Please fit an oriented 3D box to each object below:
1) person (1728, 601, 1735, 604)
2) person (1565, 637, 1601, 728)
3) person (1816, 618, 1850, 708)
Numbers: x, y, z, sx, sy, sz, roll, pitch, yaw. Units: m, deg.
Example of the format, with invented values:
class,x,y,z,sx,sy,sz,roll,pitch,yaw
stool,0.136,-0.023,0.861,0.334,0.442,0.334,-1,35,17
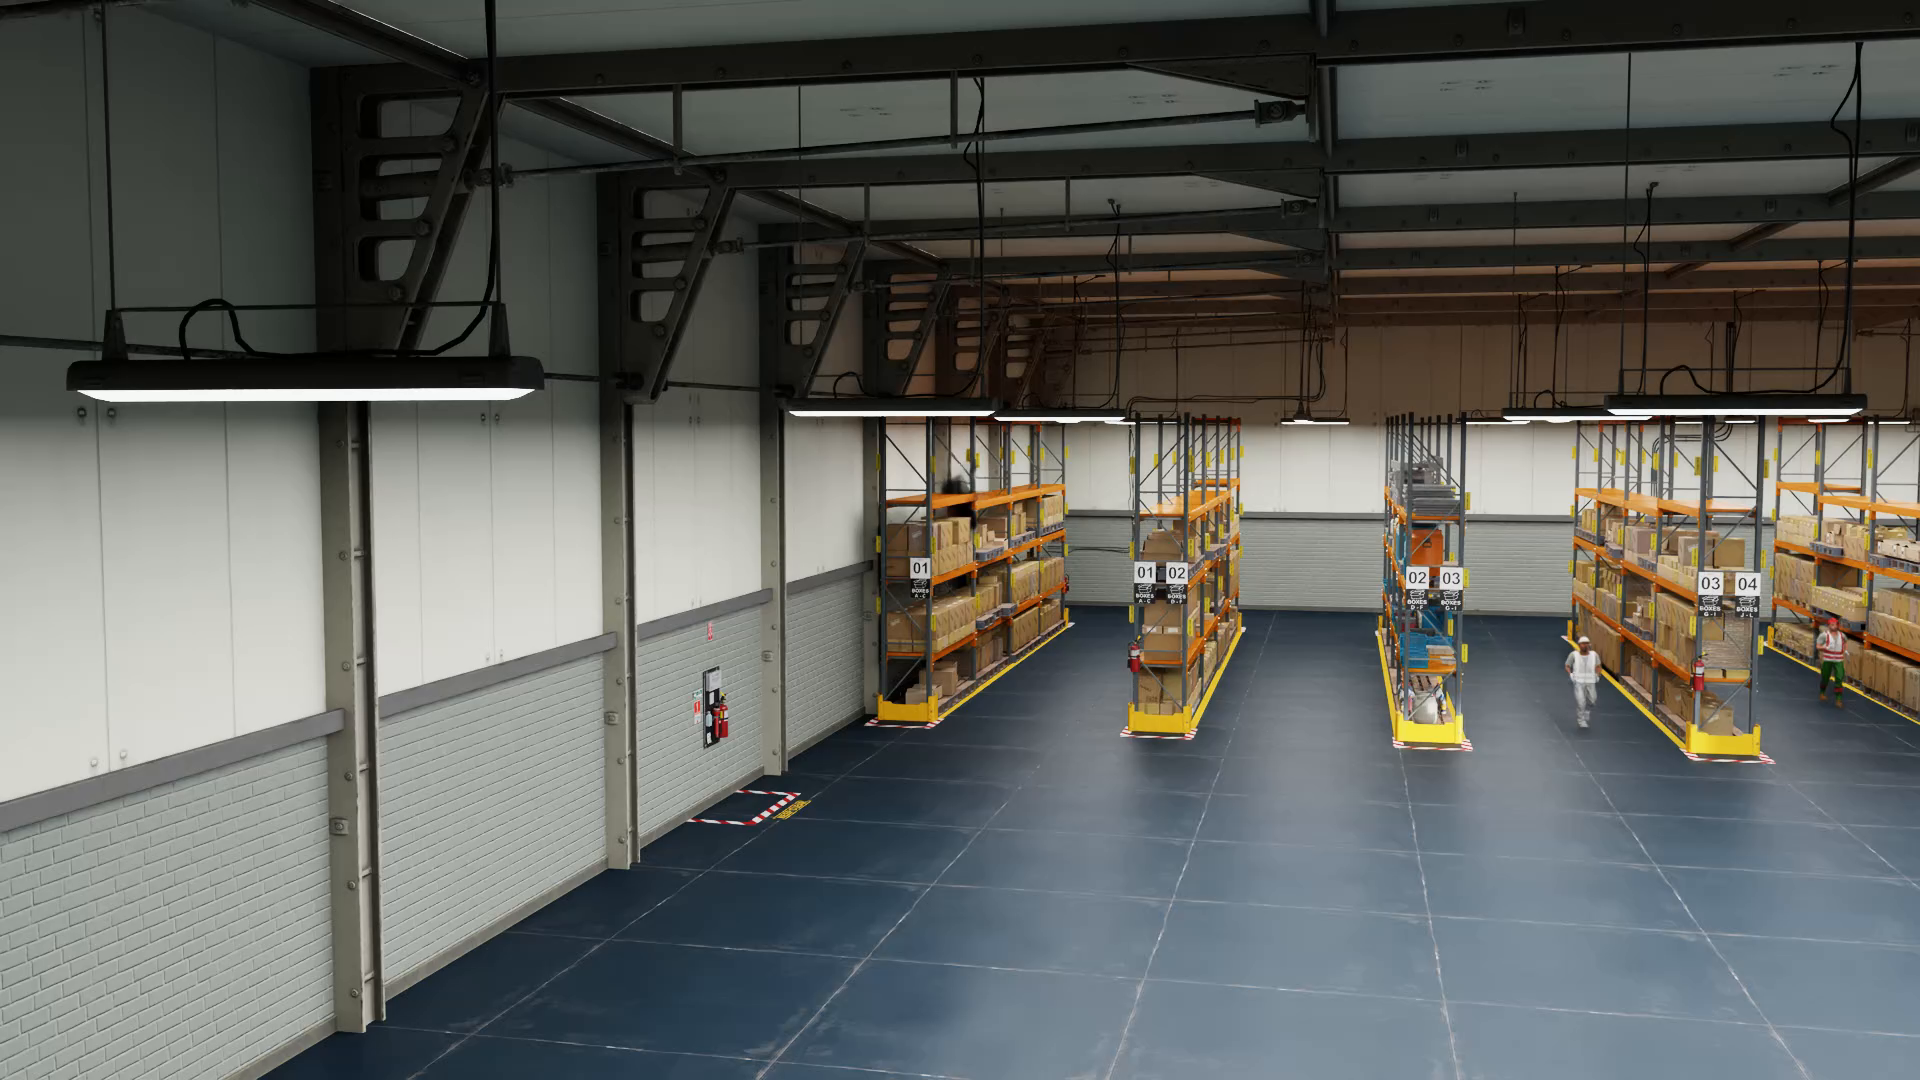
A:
class,x,y,z,sx,sy,sz,roll,pitch,yaw
person,19.892,1.917,43.248,0.757,1.727,0.937,2,4,27
person,11.892,2.706,31.728,0.665,1.736,0.590,1,4,10
person,17.915,2.484,34.135,0.657,1.775,0.998,1,4,15
